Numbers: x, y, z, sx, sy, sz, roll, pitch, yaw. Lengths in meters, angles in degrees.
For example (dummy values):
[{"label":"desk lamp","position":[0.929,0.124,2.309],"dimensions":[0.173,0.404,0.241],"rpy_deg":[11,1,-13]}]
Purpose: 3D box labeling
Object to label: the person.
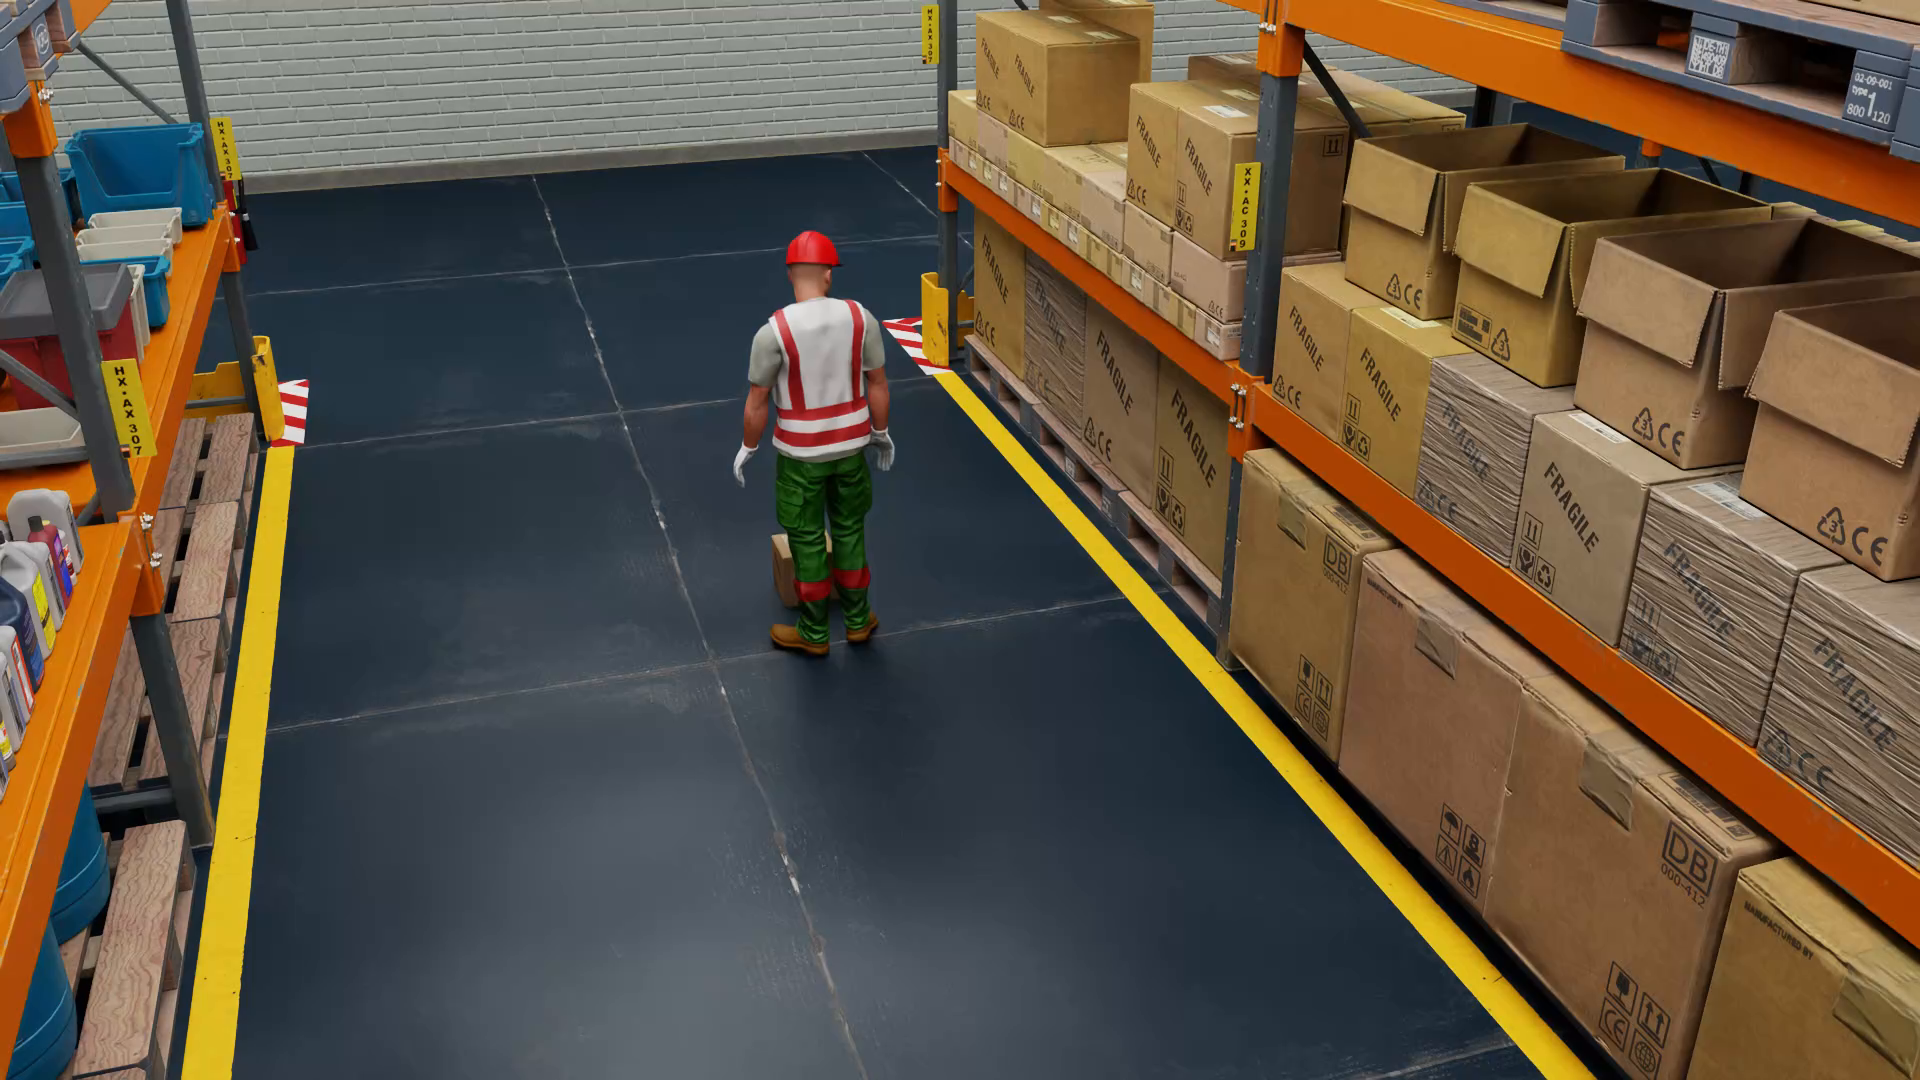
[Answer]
[{"label":"person","position":[-0.596,-0.362,6.818],"dimensions":[0.655,1.802,0.376],"rpy_deg":[-13,29,-25]}]
